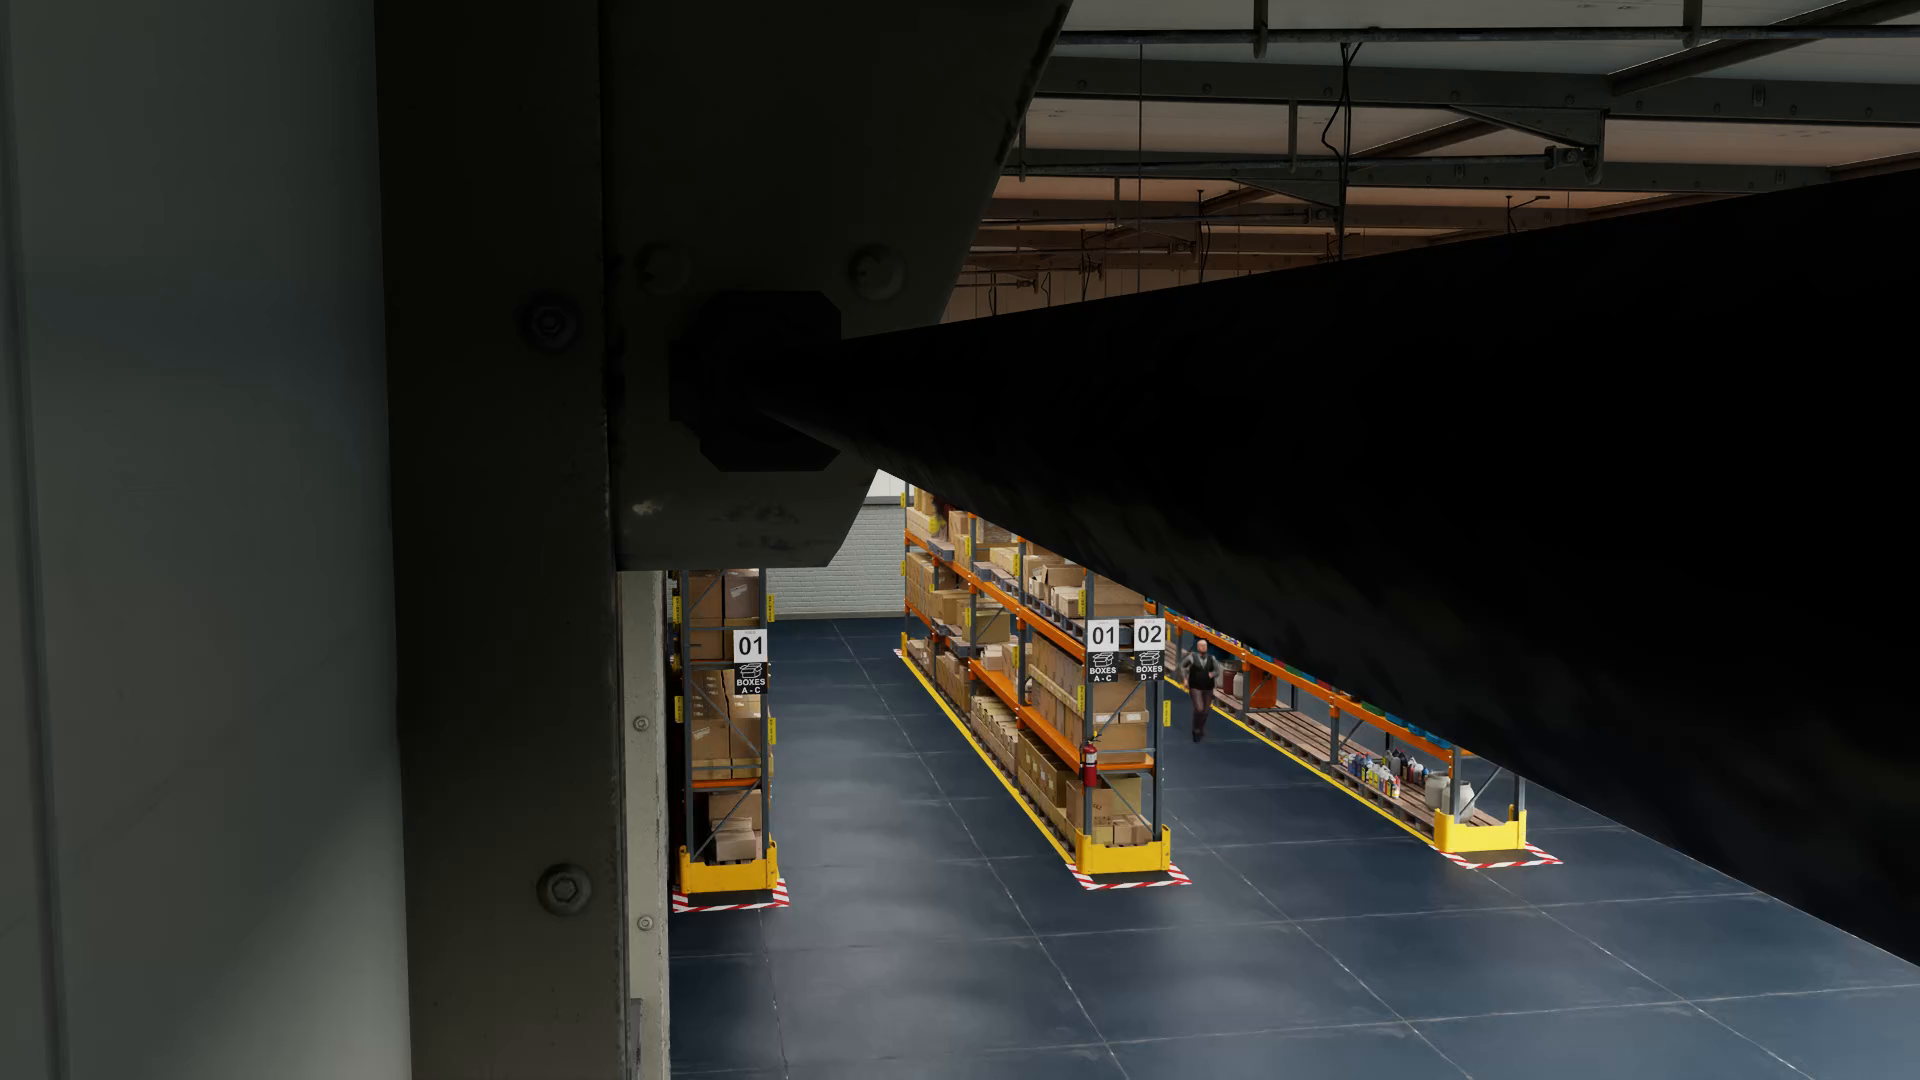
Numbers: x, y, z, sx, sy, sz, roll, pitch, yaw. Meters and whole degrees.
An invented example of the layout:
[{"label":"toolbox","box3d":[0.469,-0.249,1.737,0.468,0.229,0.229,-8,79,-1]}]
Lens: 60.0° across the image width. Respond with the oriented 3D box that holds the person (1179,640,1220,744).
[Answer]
[{"label":"person","box3d":[4.085,2.563,28.161,0.626,1.760,0.734,-1,6,-11]}]
